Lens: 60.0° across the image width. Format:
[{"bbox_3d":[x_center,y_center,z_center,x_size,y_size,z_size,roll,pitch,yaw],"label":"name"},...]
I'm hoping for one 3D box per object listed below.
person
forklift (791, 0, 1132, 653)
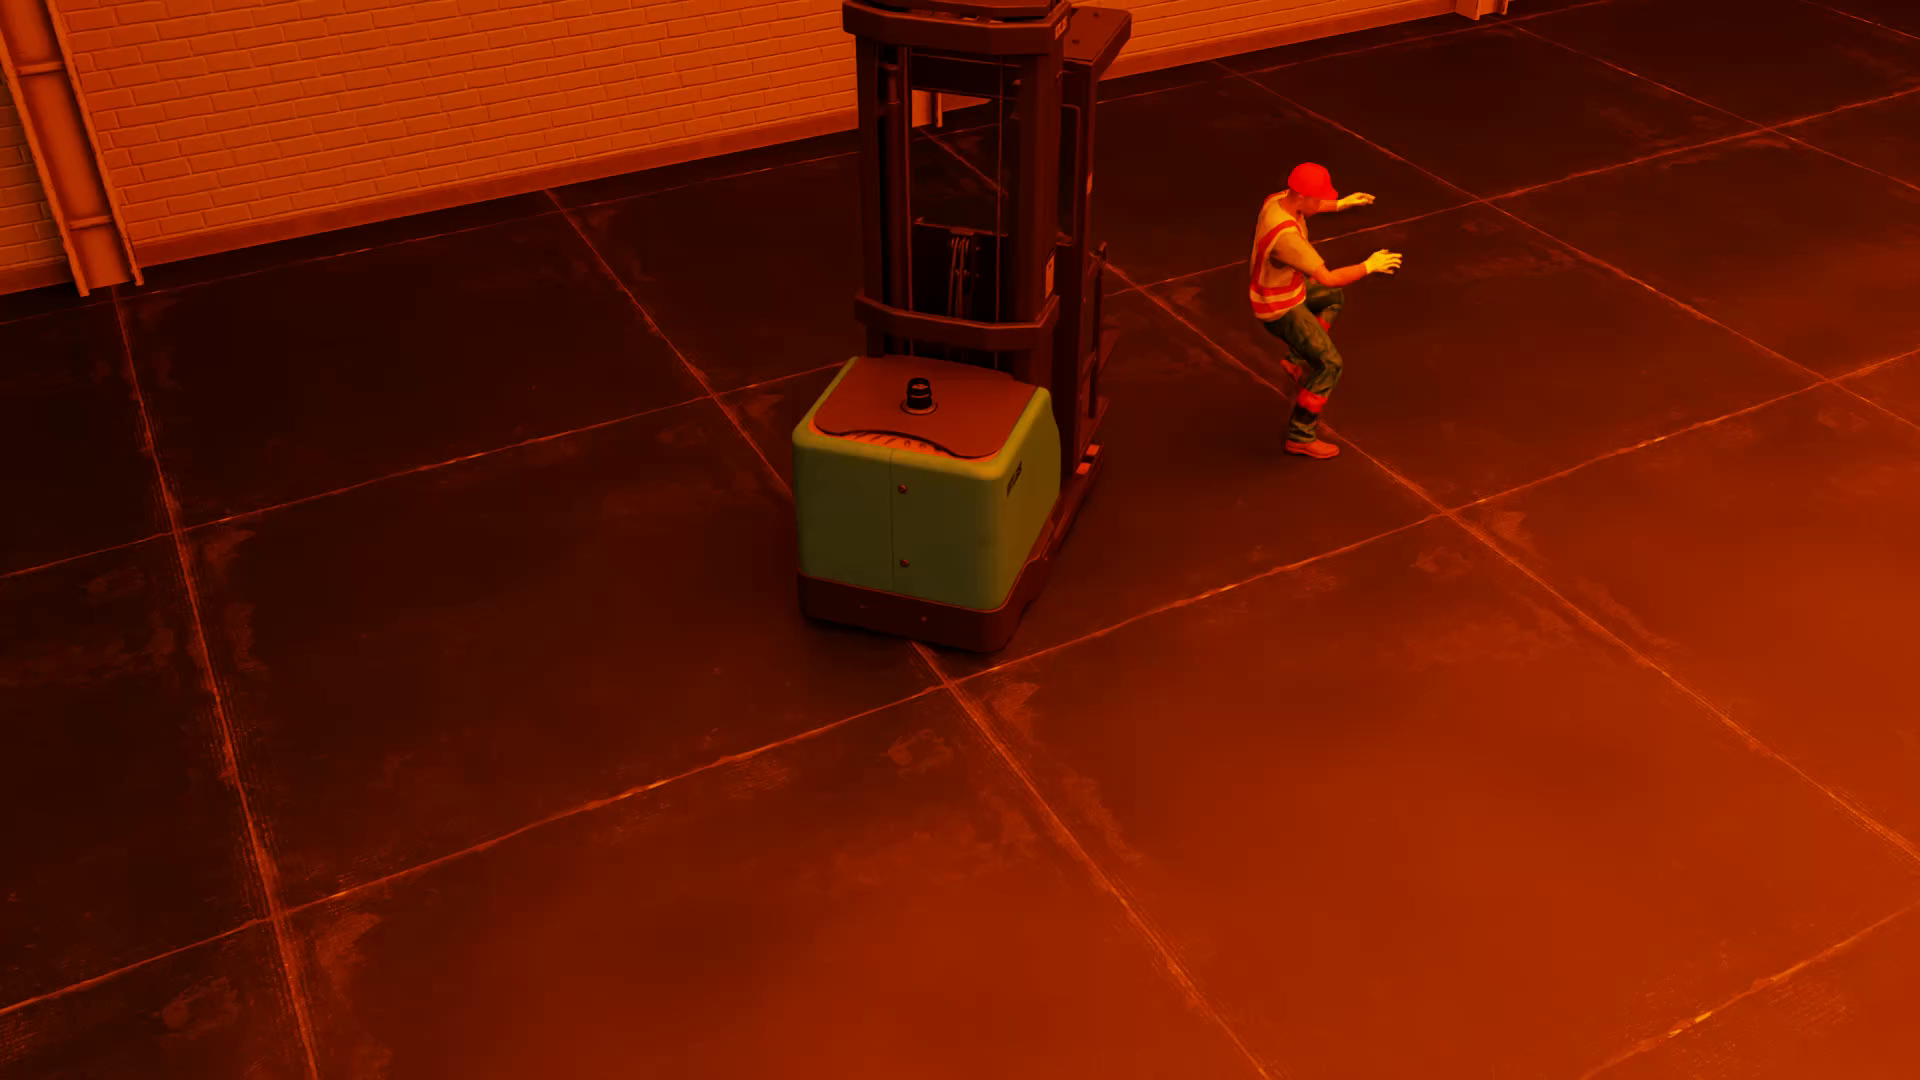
[{"bbox_3d":[1.996,-1.371,9.249,0.782,1.560,0.978,5,36,7],"label":"person"},{"bbox_3d":[0.166,-1.519,8.271,1.130,2.935,3.031,11,37,15],"label":"forklift"}]
